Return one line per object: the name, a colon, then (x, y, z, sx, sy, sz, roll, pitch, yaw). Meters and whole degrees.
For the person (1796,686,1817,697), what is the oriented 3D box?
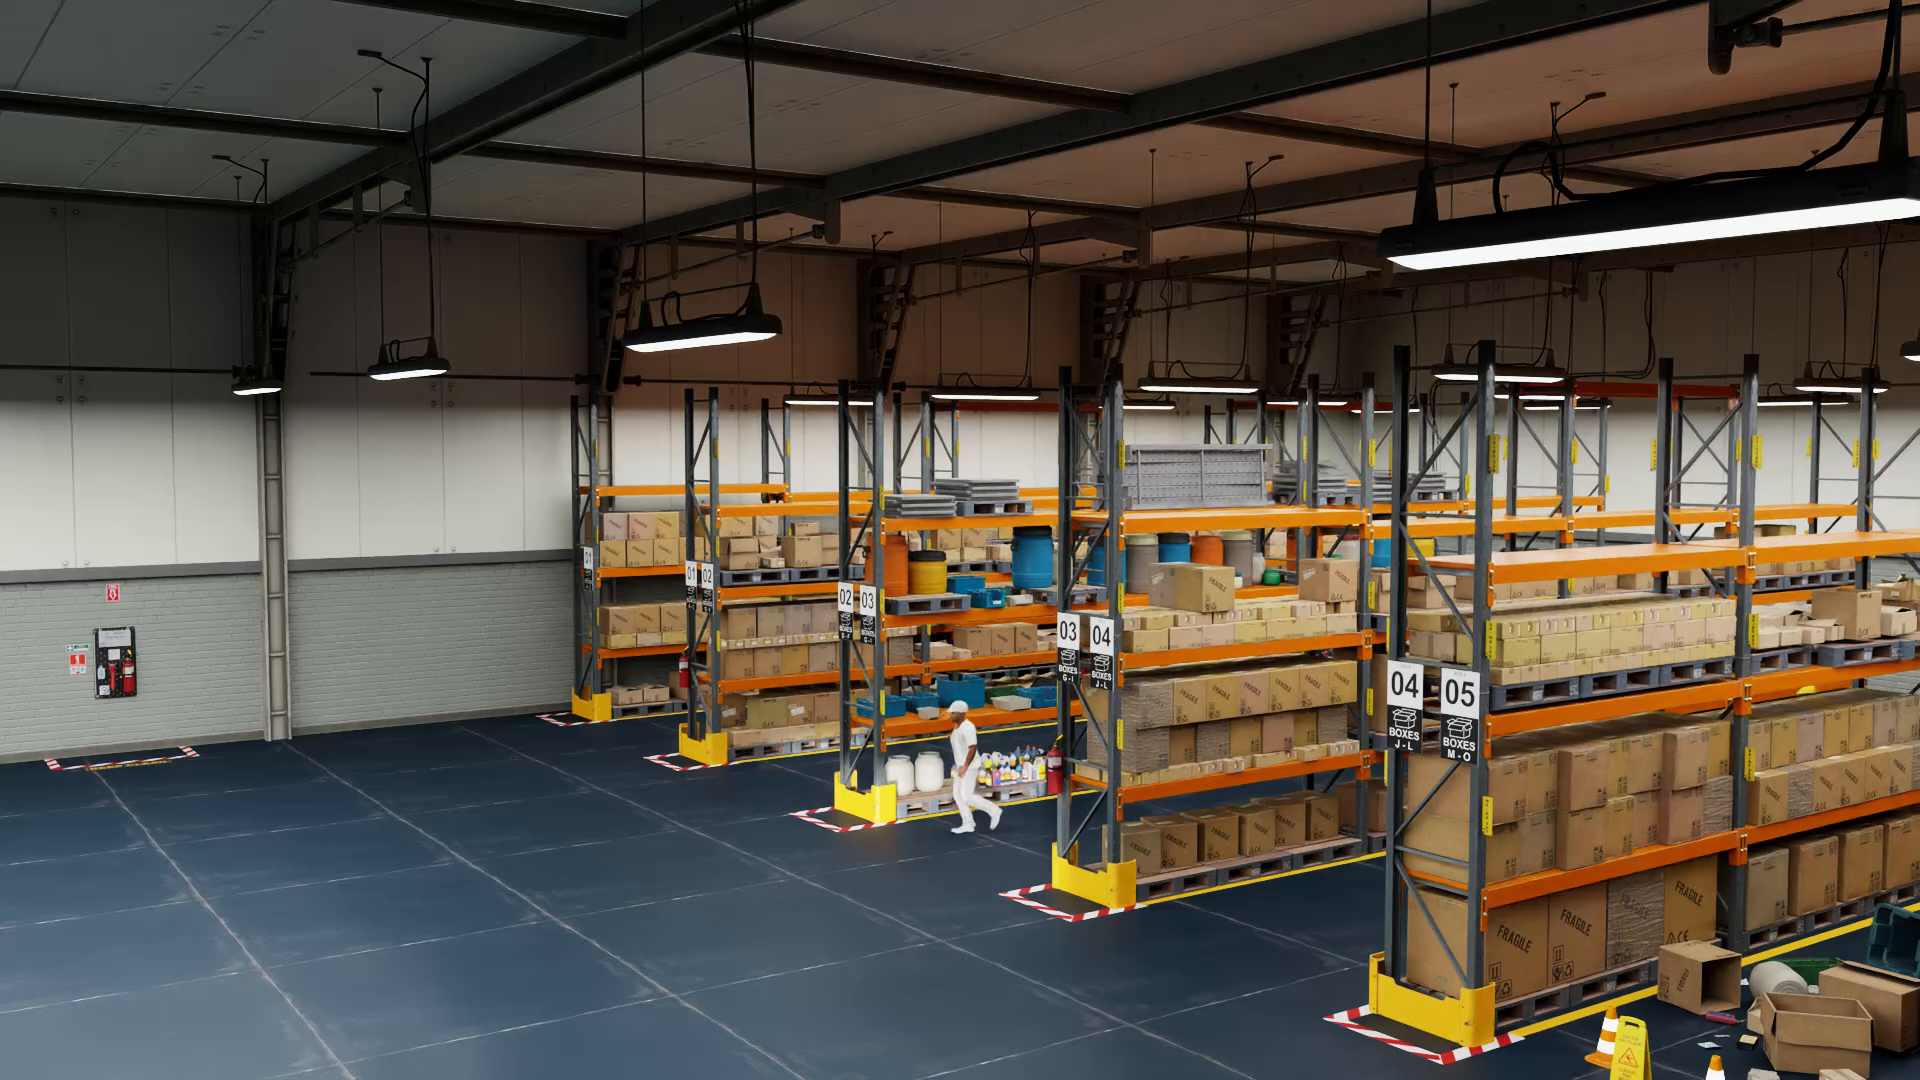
person: (12.217, 2.901, 23.935, 1.012, 1.656, 0.566, -2, 4, -30)

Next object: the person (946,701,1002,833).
person: (0.180, 2.982, 21.932, 0.717, 1.732, 0.620, -1, 4, -15)
